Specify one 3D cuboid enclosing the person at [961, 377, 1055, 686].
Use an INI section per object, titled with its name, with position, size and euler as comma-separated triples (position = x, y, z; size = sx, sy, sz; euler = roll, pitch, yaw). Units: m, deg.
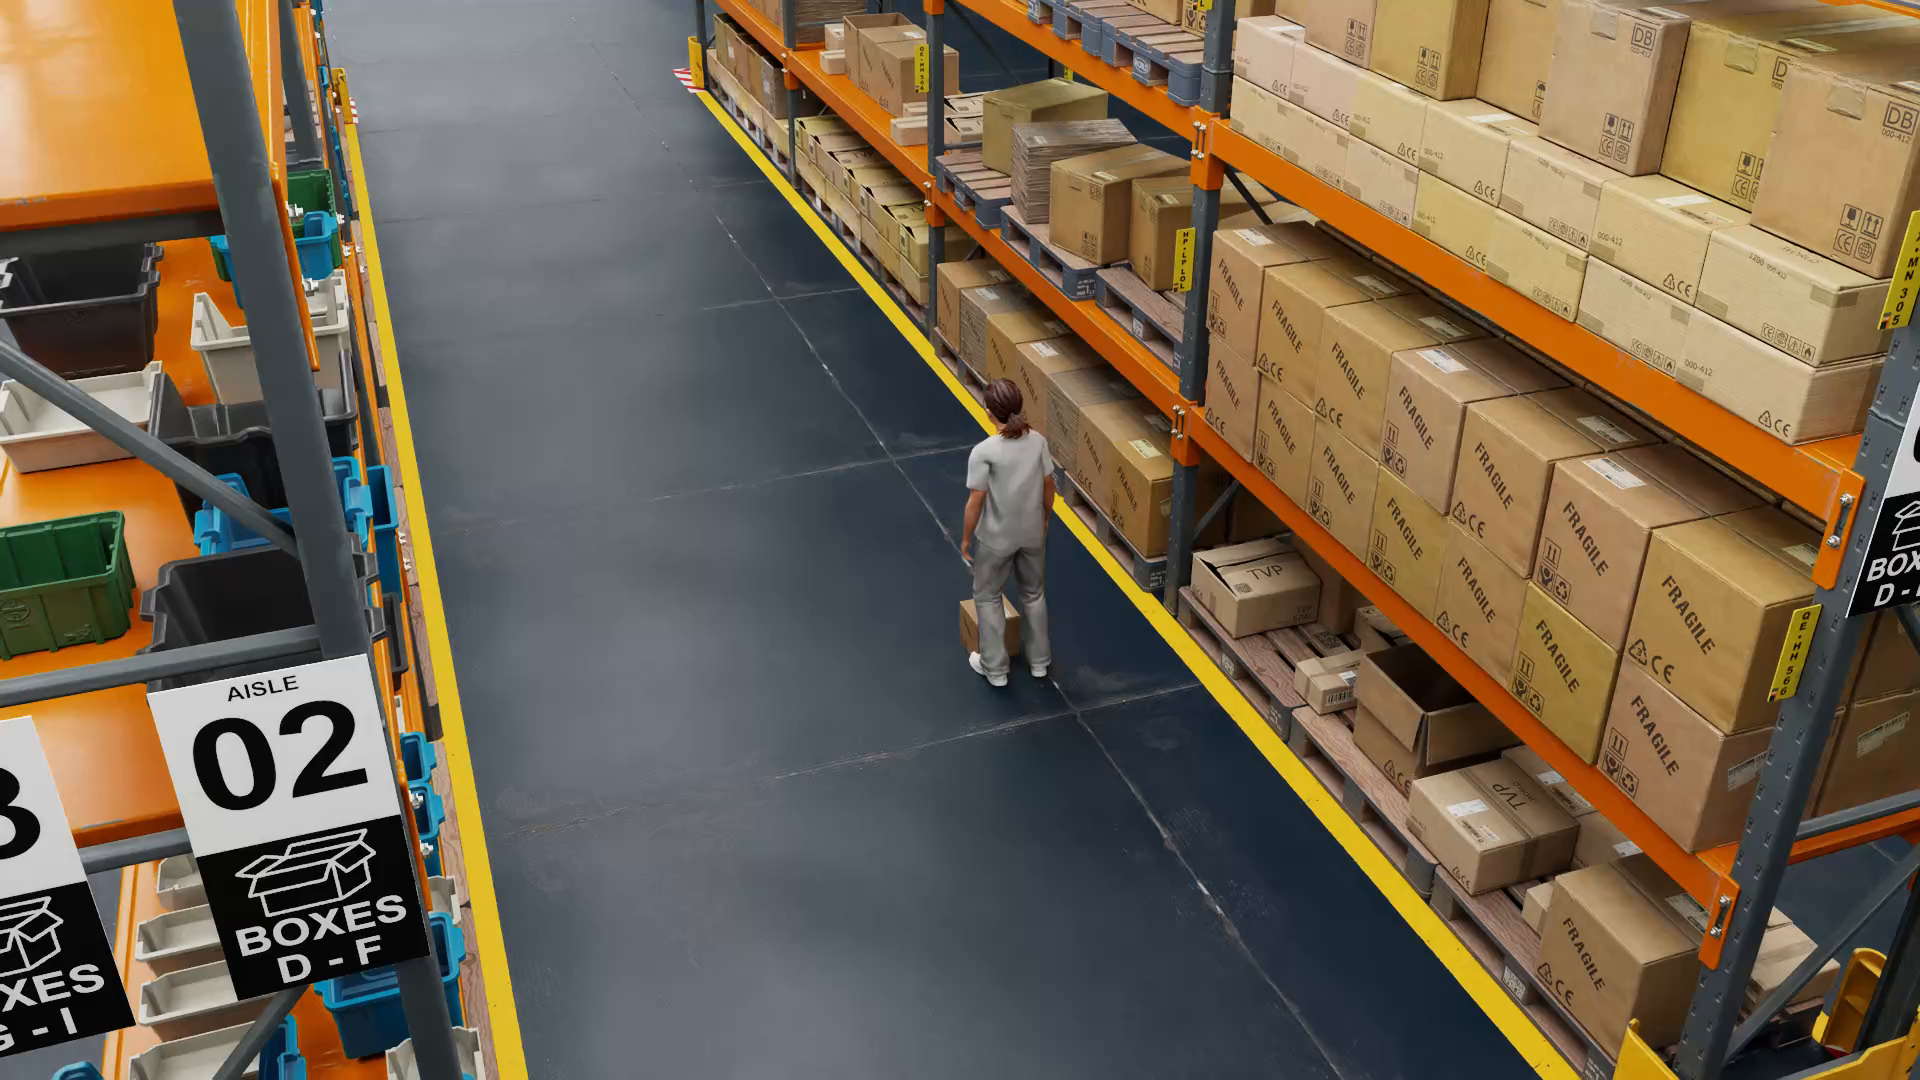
[person]
position = 0.249, -0.004, 8.404
size = 0.513, 1.616, 0.358
euler = -12, 32, -20
